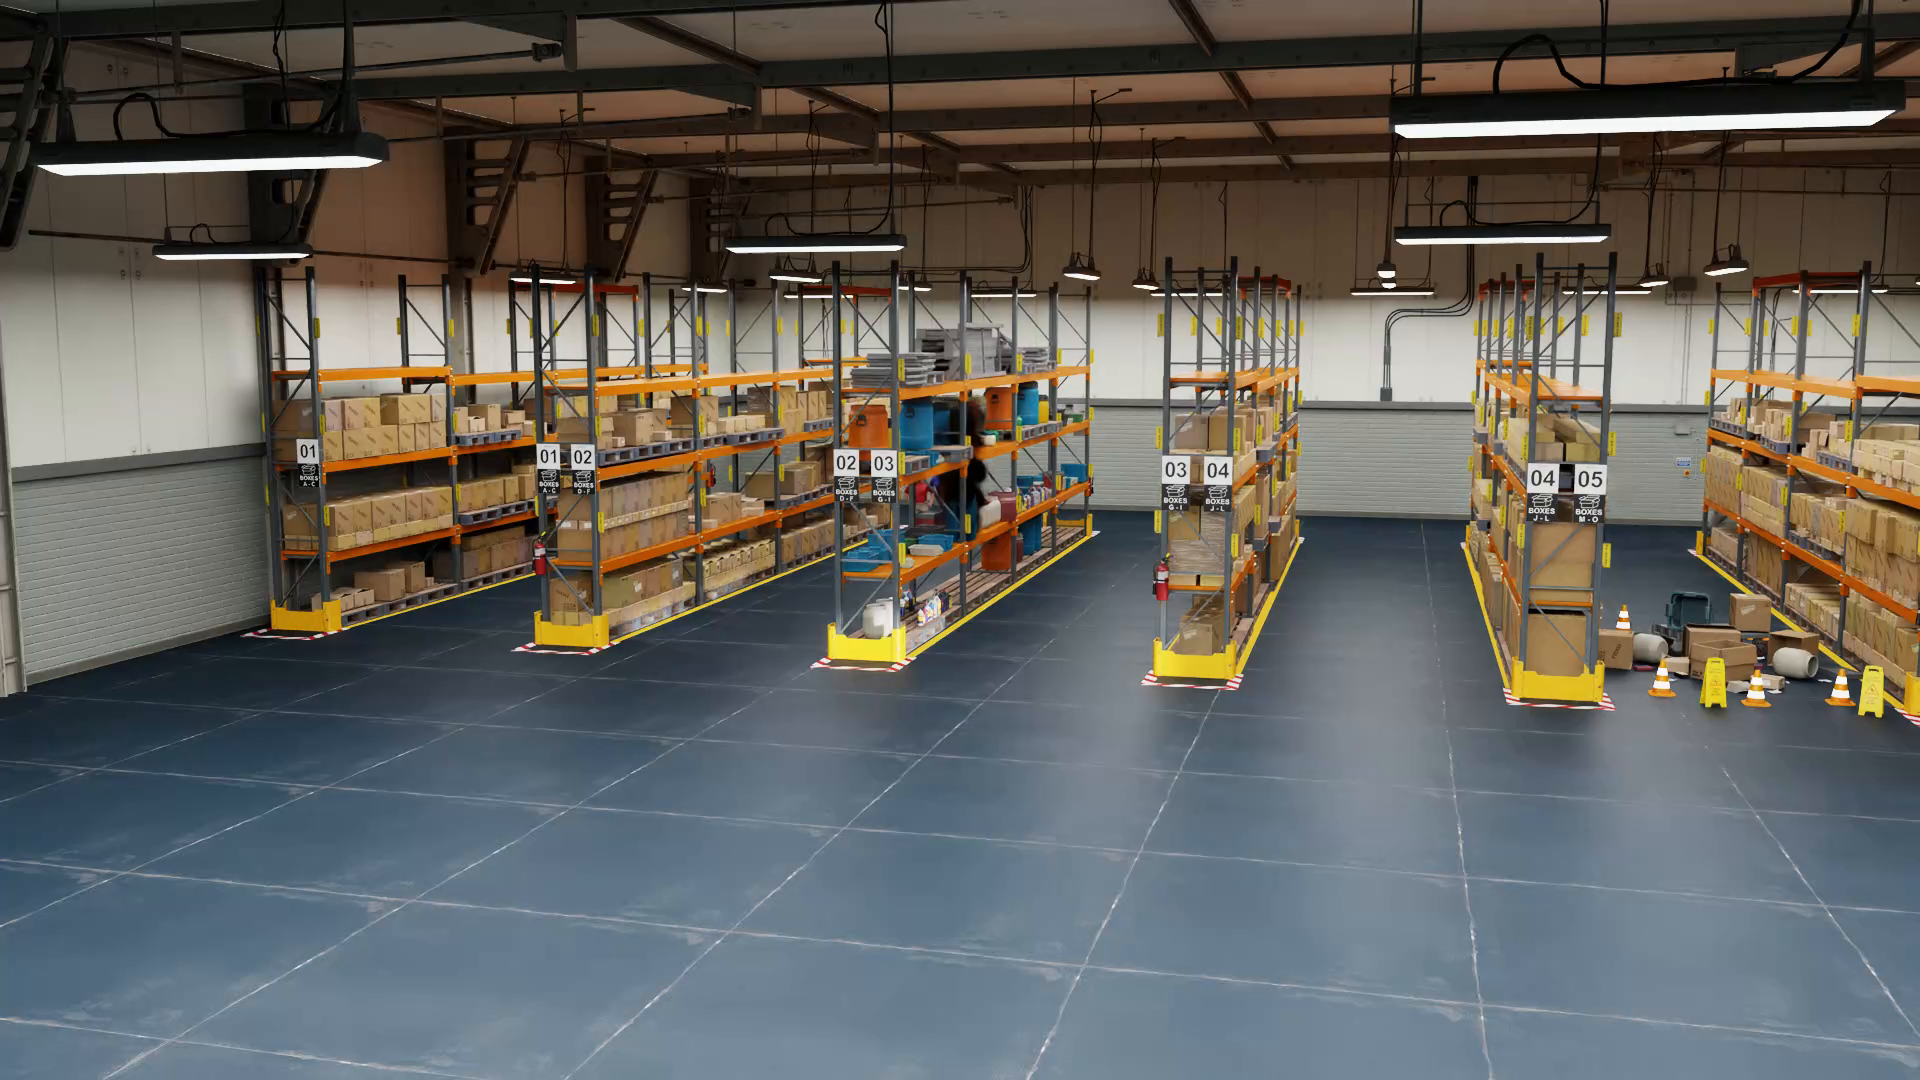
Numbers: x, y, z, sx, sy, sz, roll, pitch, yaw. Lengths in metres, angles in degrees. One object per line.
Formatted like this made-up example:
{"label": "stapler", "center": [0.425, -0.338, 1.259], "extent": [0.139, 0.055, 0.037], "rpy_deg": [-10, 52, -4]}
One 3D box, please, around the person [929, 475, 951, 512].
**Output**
{"label": "person", "center": [-0.455, -0.926, 41.389], "extent": [0.621, 1.406, 0.861], "rpy_deg": [-1, 7, -11]}

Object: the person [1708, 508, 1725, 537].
{"label": "person", "center": [17.338, -0.619, 37.990], "extent": [0.628, 1.672, 0.630], "rpy_deg": [6, 9, 39]}

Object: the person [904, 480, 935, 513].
{"label": "person", "center": [-0.959, -0.740, 38.694], "extent": [0.716, 1.689, 0.579], "rpy_deg": [0, 7, 3]}
